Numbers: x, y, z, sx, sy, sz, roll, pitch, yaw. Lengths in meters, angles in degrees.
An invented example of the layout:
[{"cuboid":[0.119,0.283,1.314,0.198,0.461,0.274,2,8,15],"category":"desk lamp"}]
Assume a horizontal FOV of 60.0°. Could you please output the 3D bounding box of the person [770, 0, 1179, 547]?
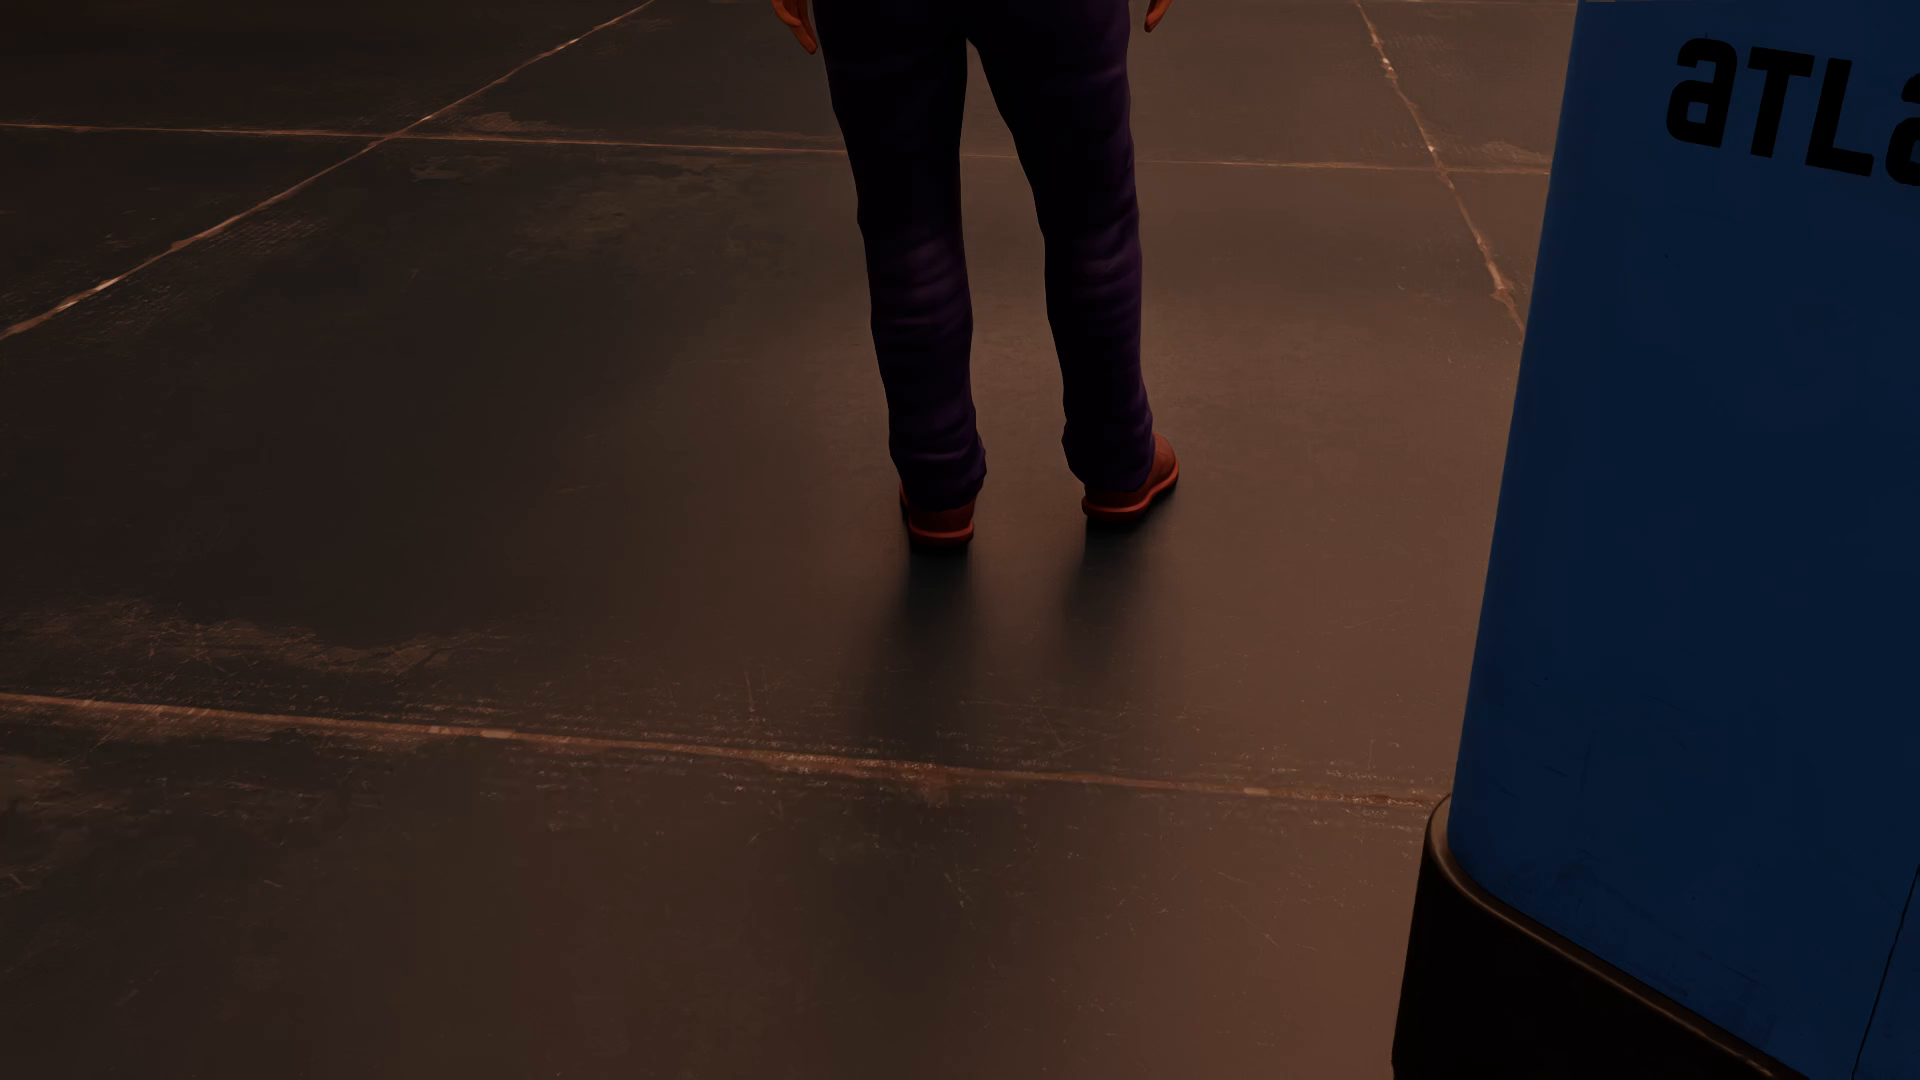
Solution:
[{"cuboid":[0.034,-0.782,2.205,0.599,1.650,0.503,3,27,7],"category":"person"}]
